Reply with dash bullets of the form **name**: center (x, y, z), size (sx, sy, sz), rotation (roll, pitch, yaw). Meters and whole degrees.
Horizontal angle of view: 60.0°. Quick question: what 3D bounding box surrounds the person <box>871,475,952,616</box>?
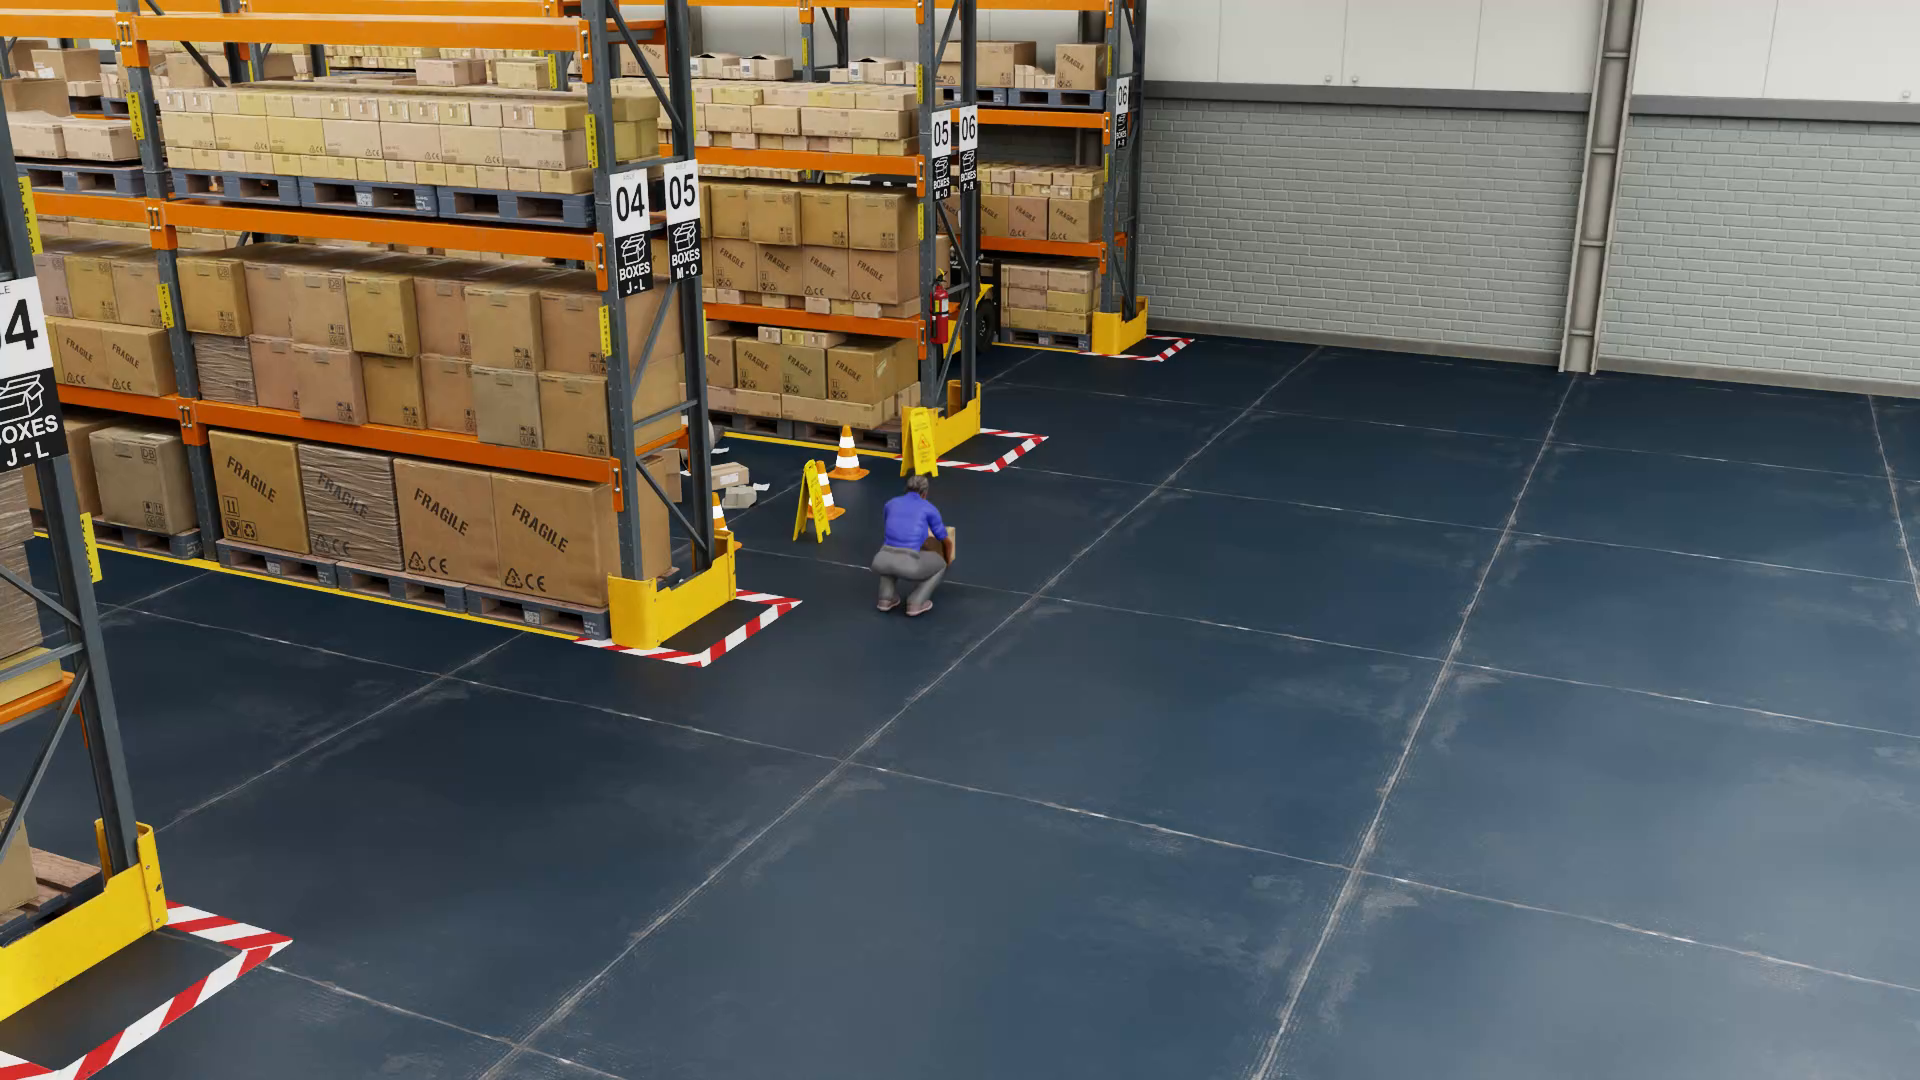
- **person**: center (-0.359, 0.027, 12.145), size (0.501, 0.915, 0.830), rotation (8, 21, 23)
